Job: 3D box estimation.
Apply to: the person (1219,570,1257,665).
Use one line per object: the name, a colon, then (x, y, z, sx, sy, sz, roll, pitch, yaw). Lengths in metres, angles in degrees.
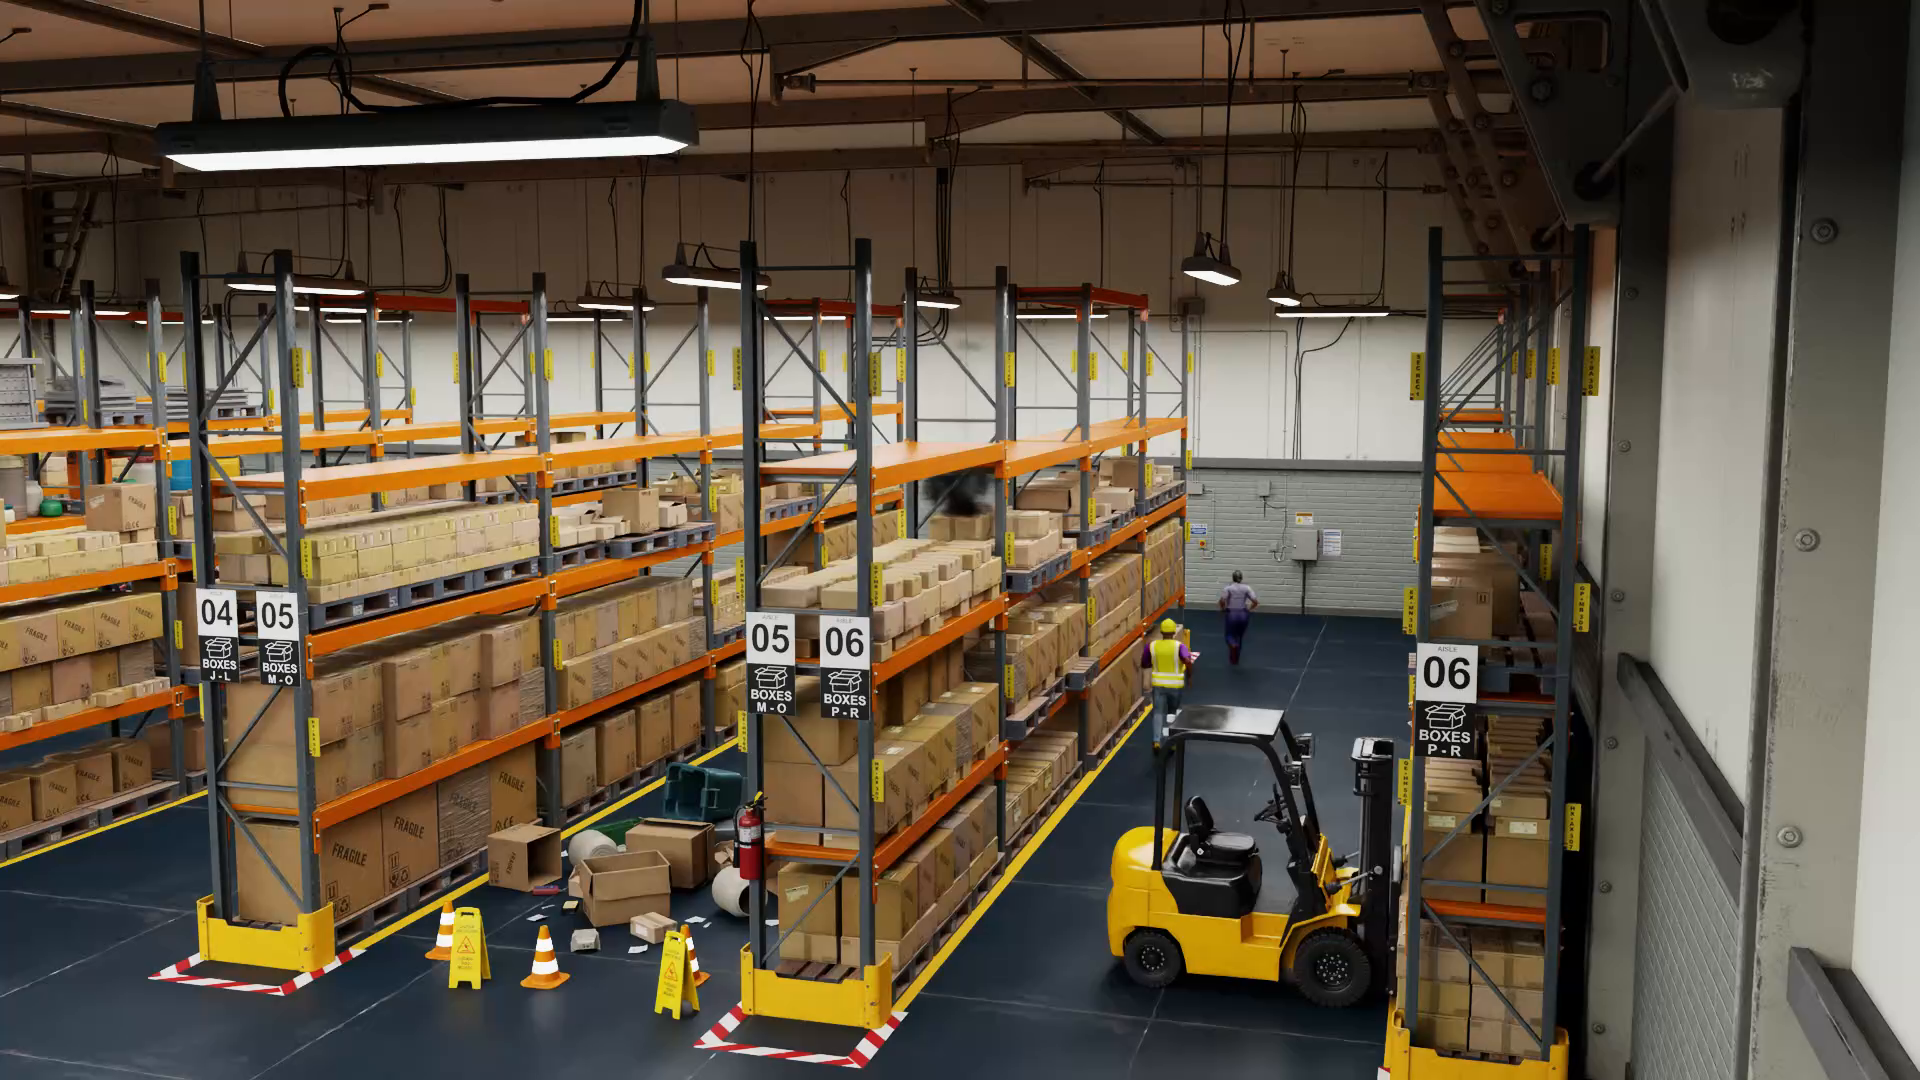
person: (4.598, 1.292, 27.617, 0.642, 1.594, 0.650, -1, 6, -5)

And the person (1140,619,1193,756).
person: (2.636, 1.882, 21.243, 0.696, 1.756, 0.988, 2, 7, 13)
